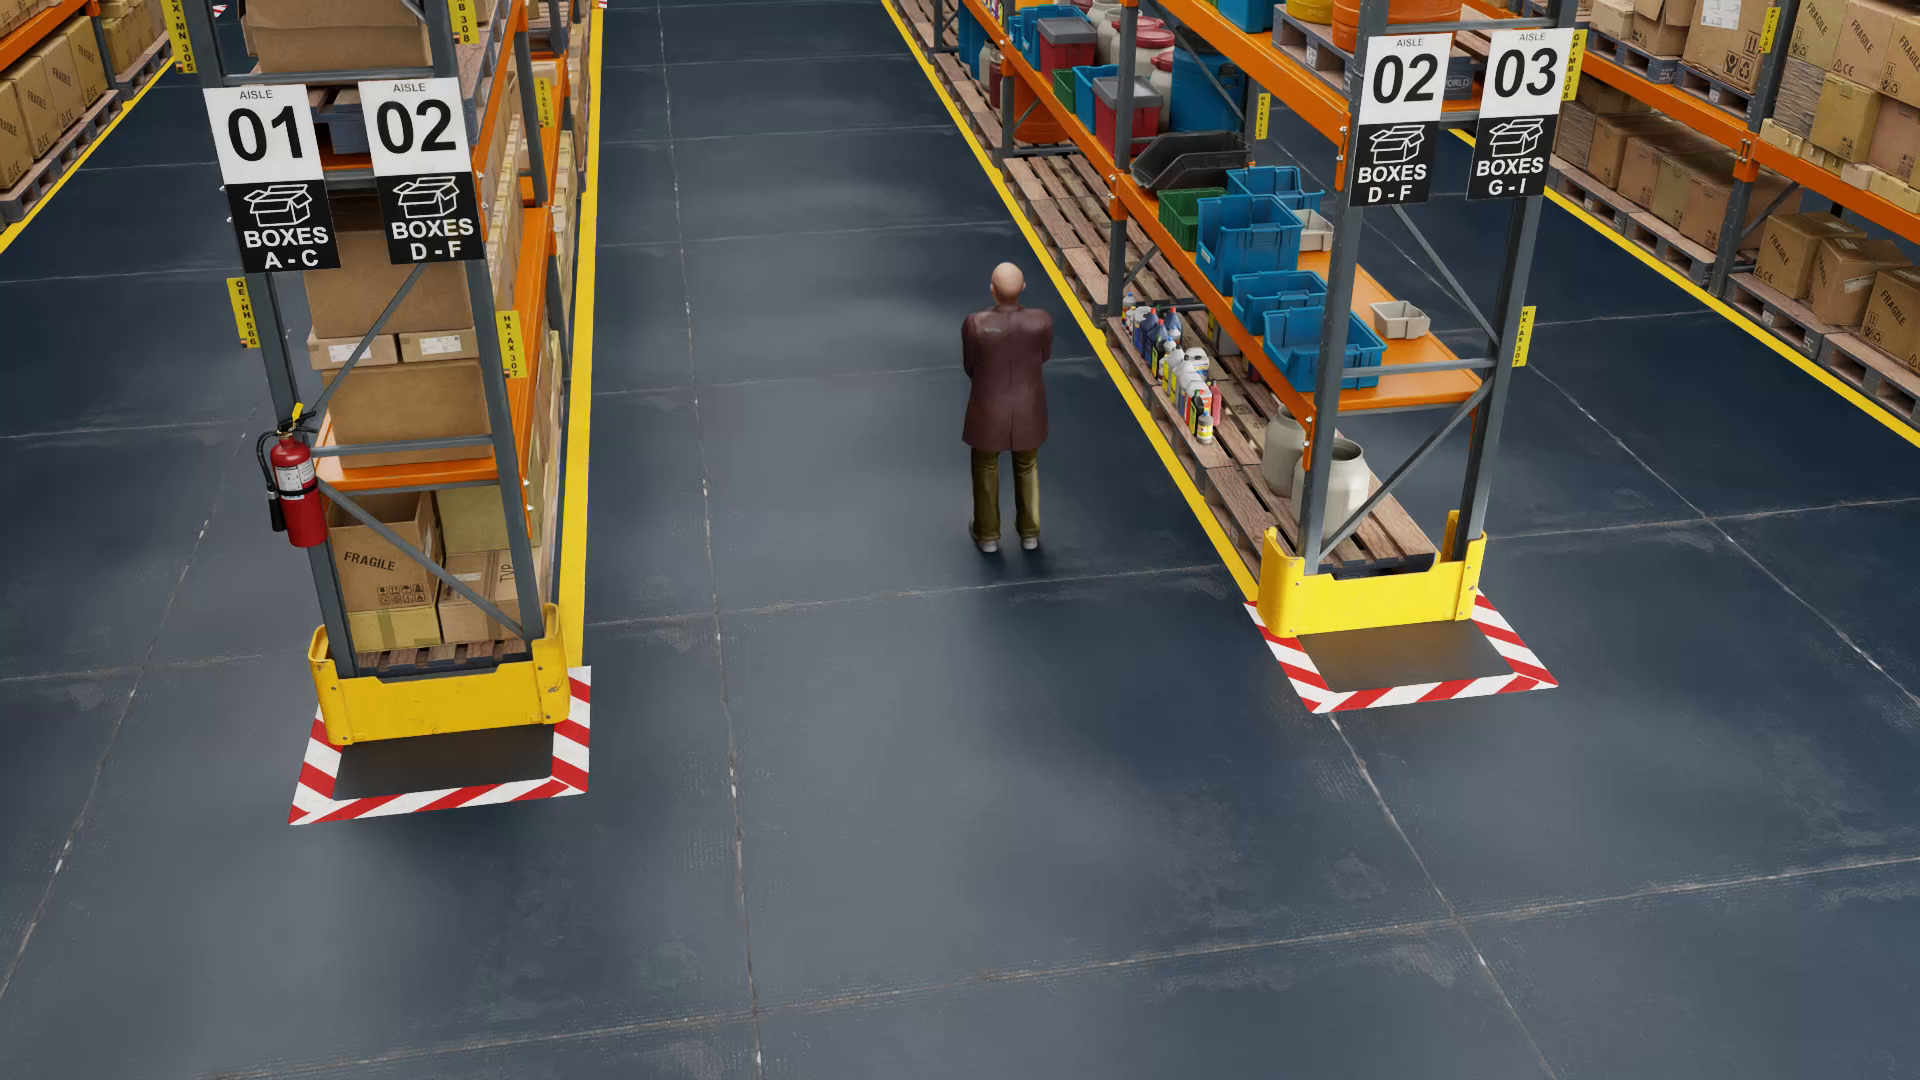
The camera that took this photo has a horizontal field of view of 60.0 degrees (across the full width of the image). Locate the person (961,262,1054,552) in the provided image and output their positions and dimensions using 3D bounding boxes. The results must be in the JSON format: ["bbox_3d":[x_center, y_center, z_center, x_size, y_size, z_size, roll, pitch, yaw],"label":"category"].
[{"bbox_3d":[0.244,-0.808,9.547,0.530,1.770,0.555,-5,31,-8],"label":"person"}]
